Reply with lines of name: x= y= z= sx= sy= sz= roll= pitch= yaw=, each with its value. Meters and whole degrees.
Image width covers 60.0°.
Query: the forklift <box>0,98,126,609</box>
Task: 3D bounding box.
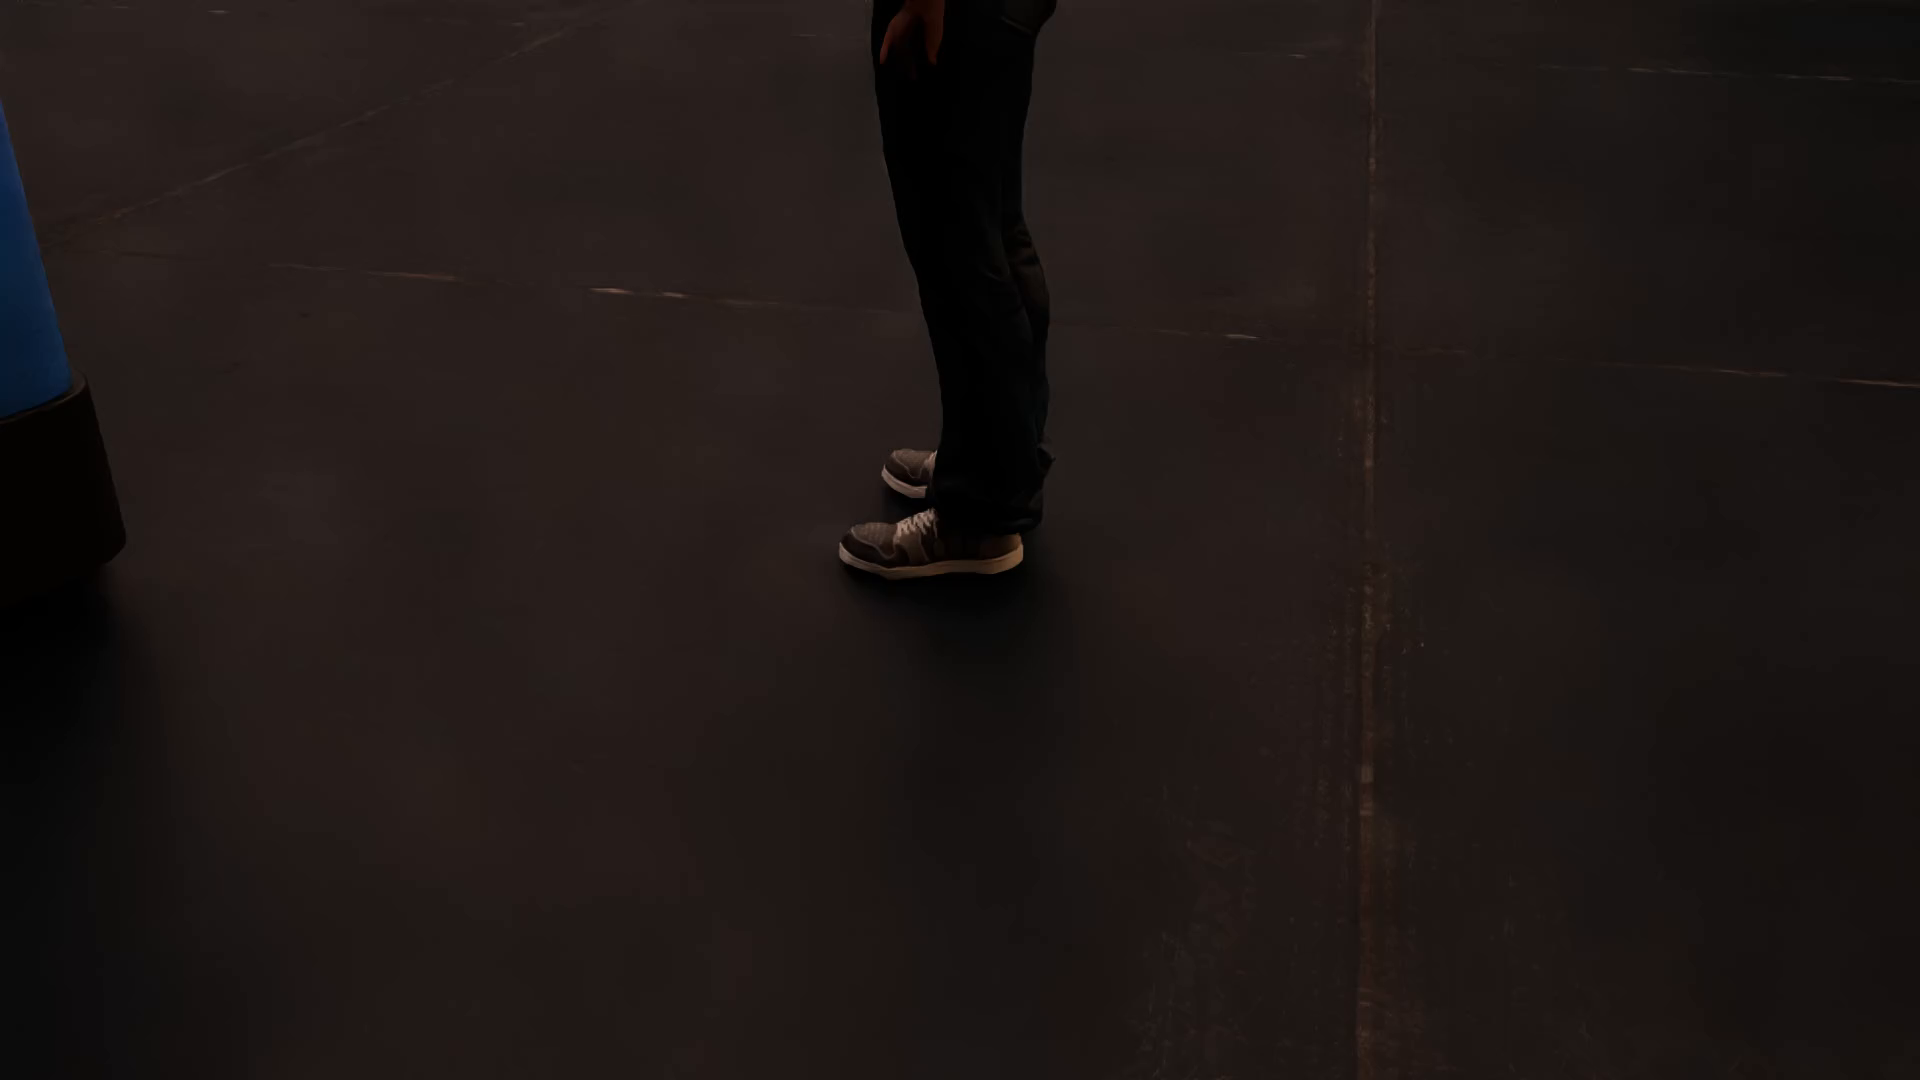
forklift: x=-2.682 y=-1.409 z=2.038 sx=3.031 sy=2.935 sz=1.130 roll=16 pitch=31 yaw=29

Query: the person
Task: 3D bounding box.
person: x=-0.009 y=-0.715 z=2.141 sx=0.311 sy=1.604 sz=0.405 roll=6 pitch=27 yaw=11
